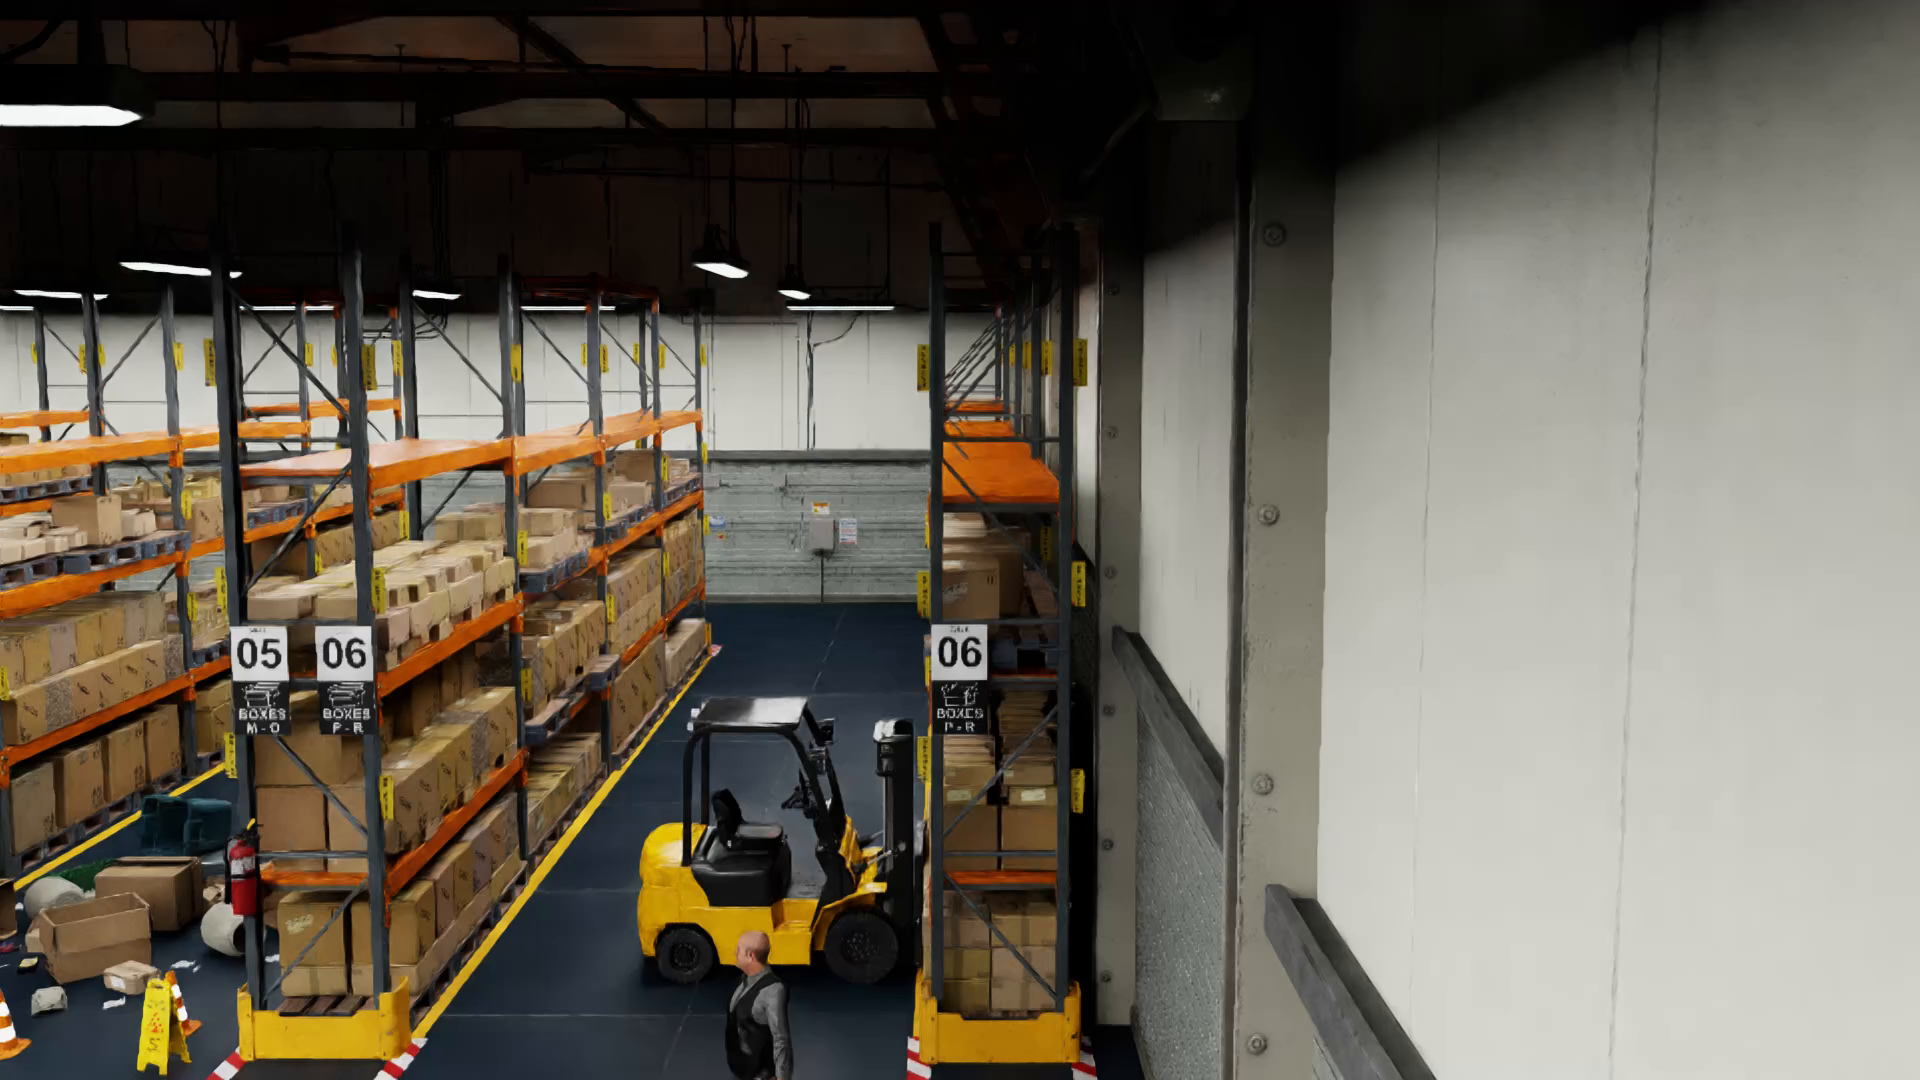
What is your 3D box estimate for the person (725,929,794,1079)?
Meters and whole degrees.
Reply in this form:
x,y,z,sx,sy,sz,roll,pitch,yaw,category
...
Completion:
x,y,z,sx,sy,sz,roll,pitch,yaw,category
-1.161,3.161,9.861,0.402,1.714,0.636,-4,8,-29,person
